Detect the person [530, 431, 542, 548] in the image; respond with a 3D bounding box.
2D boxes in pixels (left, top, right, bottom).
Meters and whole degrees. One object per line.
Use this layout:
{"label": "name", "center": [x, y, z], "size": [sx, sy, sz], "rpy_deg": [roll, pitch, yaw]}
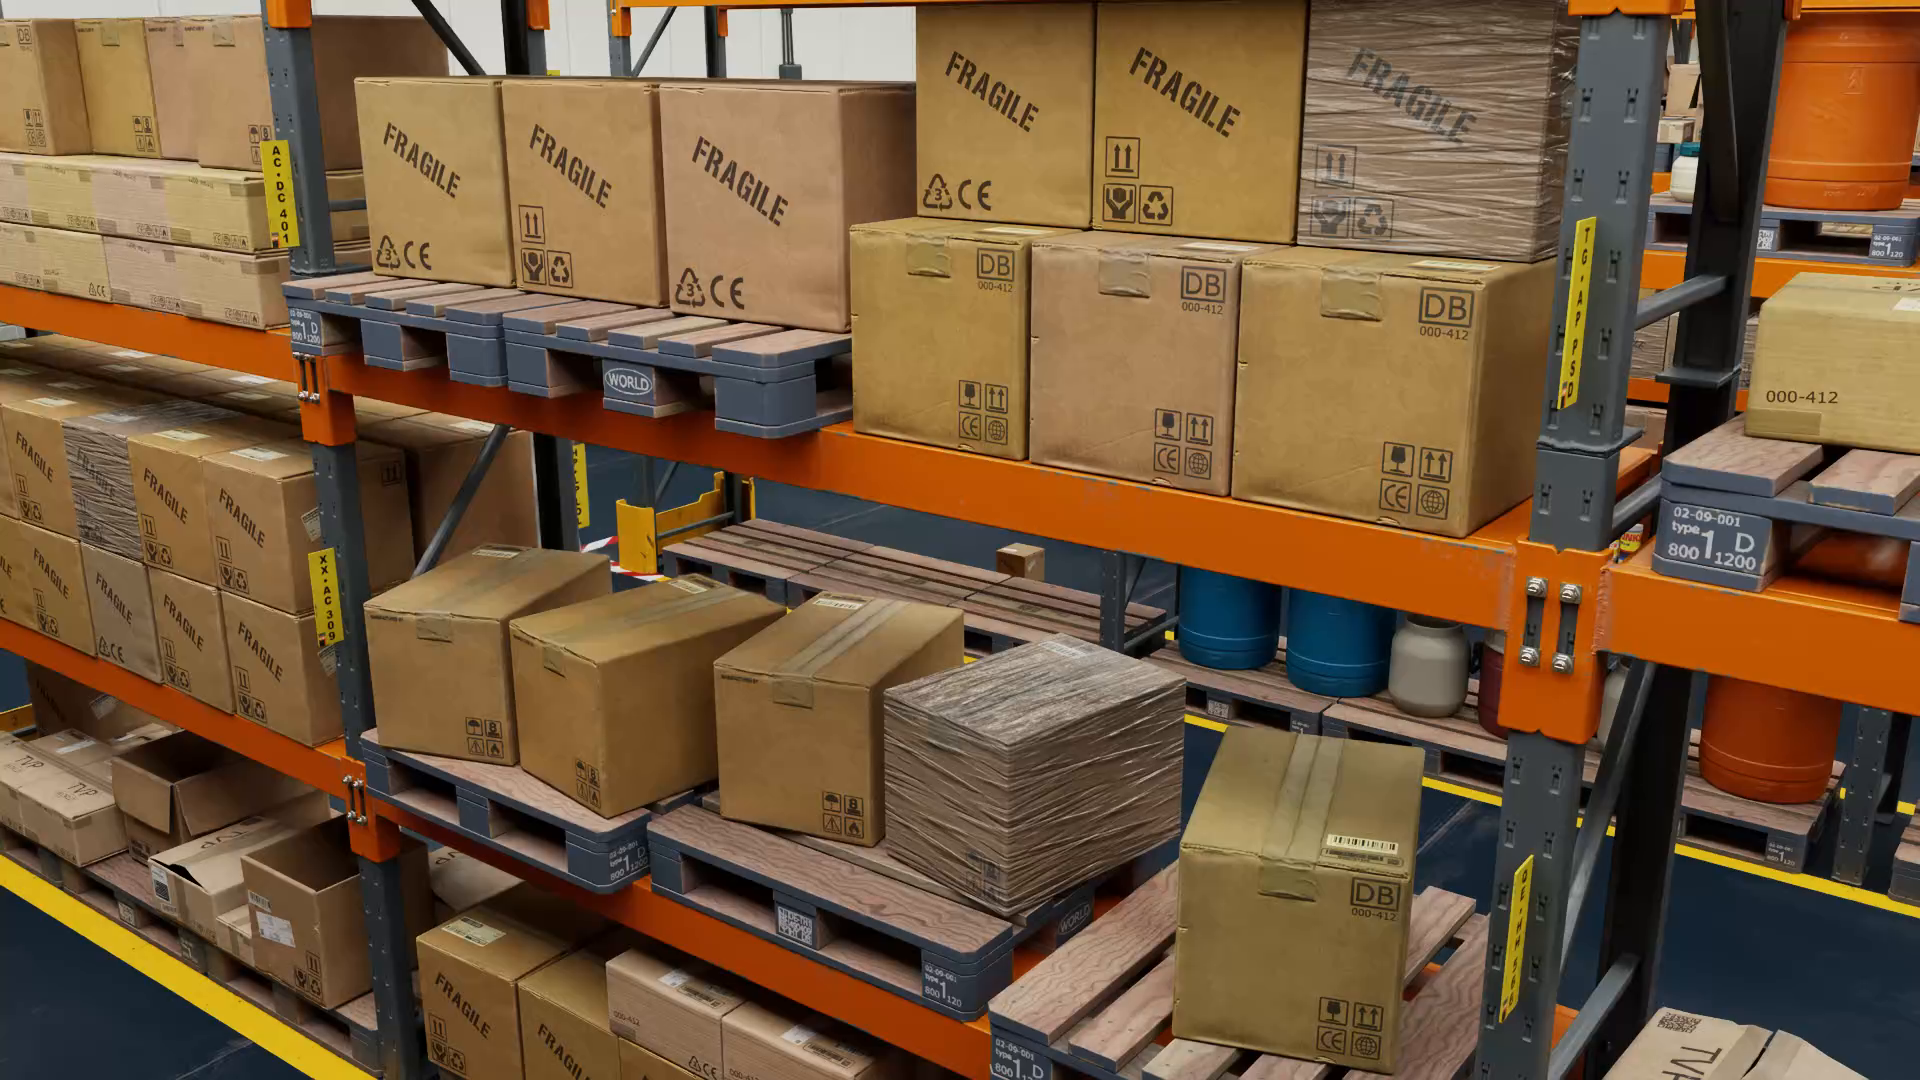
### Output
{"label": "person", "center": [-2.923, -0.354, 11.184], "size": [0.486, 1.683, 0.492], "rpy_deg": [10, 20, 31]}
